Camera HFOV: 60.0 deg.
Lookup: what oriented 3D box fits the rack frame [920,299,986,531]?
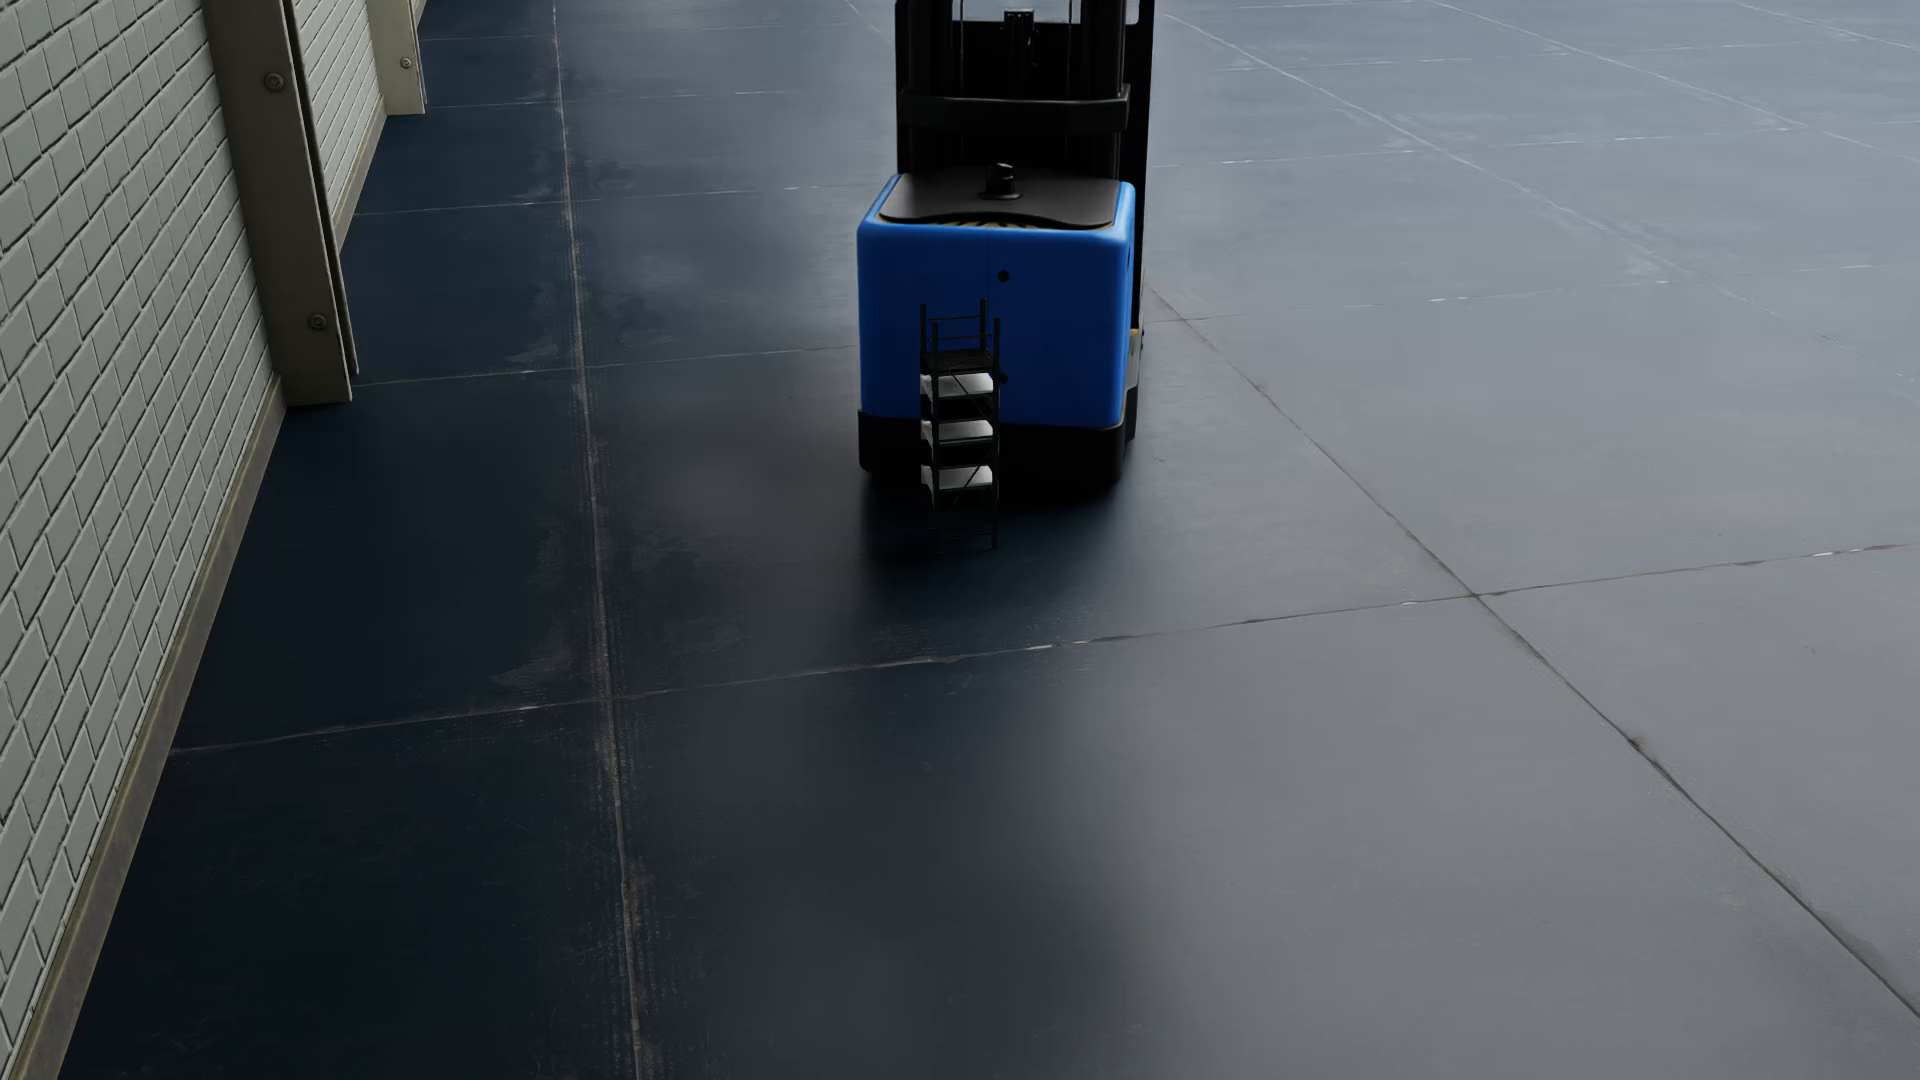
[{"bbox_3d":[-0.025,-0.450,6.143,0.240,0.900,0.006,-6,27,-12],"label":"rack frame"}]

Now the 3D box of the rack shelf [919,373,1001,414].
[{"bbox_3d":[-0.002,-0.536,5.988,0.258,0.077,0.200,-6,27,-12],"label":"rack shelf"}]

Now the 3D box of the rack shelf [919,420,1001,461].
[{"bbox_3d":[-0.002,-0.376,6.069,0.258,0.077,0.200,-6,27,-12],"label":"rack shelf"}]

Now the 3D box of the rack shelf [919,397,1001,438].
[{"bbox_3d":[-0.002,-0.456,6.029,0.258,0.077,0.200,-6,27,-12],"label":"rack shelf"}]

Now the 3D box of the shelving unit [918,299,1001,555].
[{"bbox_3d":[-0.002,-0.405,6.054,0.258,0.900,0.210,-6,27,-12],"label":"shelving unit"}]

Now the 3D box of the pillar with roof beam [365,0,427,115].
[{"bbox_3d":[-0.096,-7.785,11.688,9.100,9.000,0.400,-6,27,-12],"label":"pillar with roof beam"}]

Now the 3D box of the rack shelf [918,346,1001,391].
[{"bbox_3d":[-0.002,-0.617,5.948,0.258,0.077,0.200,-6,27,-12],"label":"rack shelf"}]

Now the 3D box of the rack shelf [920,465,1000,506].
[{"bbox_3d":[-0.002,-0.215,6.150,0.258,0.077,0.200,-6,27,-12],"label":"rack shelf"}]

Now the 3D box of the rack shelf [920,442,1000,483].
[{"bbox_3d":[-0.002,-0.295,6.110,0.258,0.077,0.200,-6,27,-12],"label":"rack shelf"}]

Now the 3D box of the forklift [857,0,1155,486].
[{"bbox_3d":[0.302,-2.156,7.269,1.130,2.935,3.031,3,27,7],"label":"forklift"}]

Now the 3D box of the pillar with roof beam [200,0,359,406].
[{"bbox_3d":[1.256,-5.151,6.469,9.100,9.000,0.400,-6,27,-12],"label":"pillar with roof beam"}]

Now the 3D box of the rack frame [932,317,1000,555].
[{"bbox_3d":[0.021,-0.361,5.966,0.240,0.900,0.006,-6,27,-12],"label":"rack frame"}]
